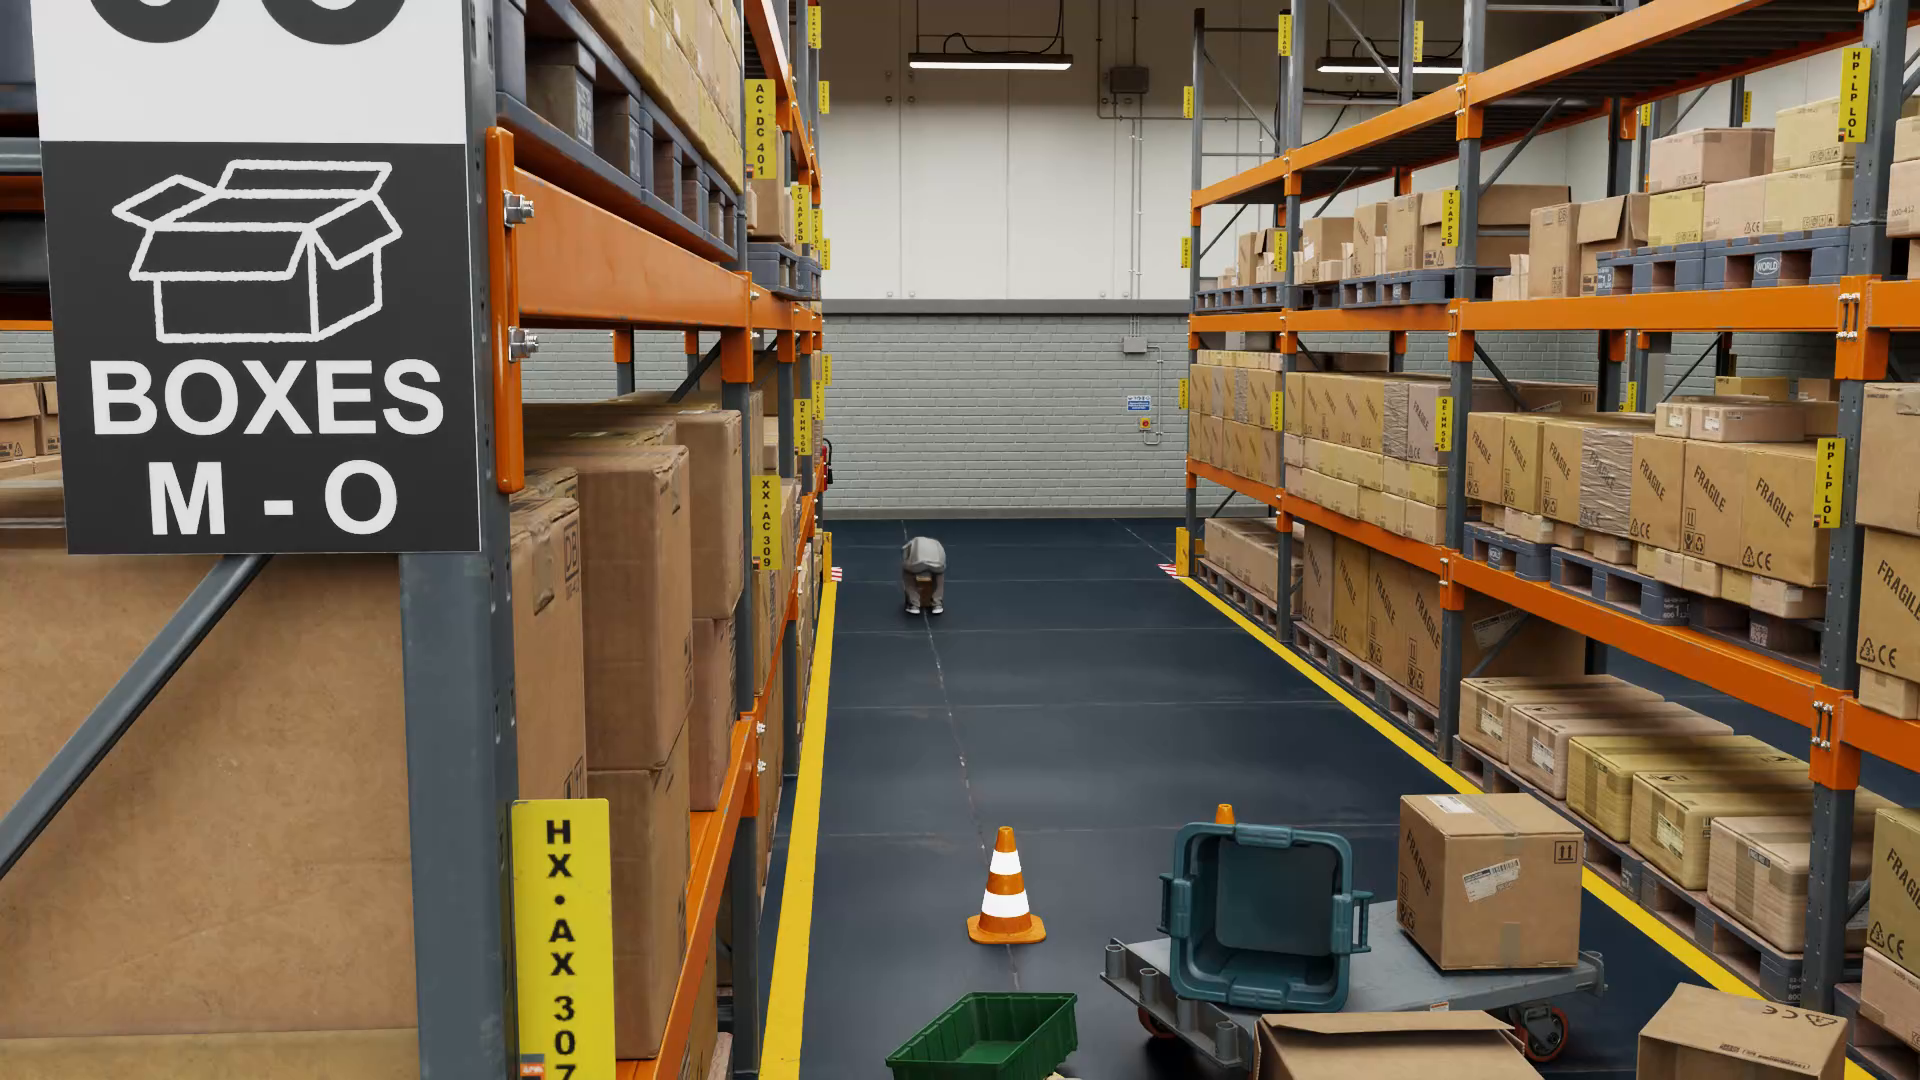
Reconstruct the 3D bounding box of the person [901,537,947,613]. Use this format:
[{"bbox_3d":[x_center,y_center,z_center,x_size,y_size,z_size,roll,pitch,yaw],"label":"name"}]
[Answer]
[{"bbox_3d":[-0.347,0.332,15.824,0.421,0.738,0.873,-1,7,-6],"label":"person"}]
